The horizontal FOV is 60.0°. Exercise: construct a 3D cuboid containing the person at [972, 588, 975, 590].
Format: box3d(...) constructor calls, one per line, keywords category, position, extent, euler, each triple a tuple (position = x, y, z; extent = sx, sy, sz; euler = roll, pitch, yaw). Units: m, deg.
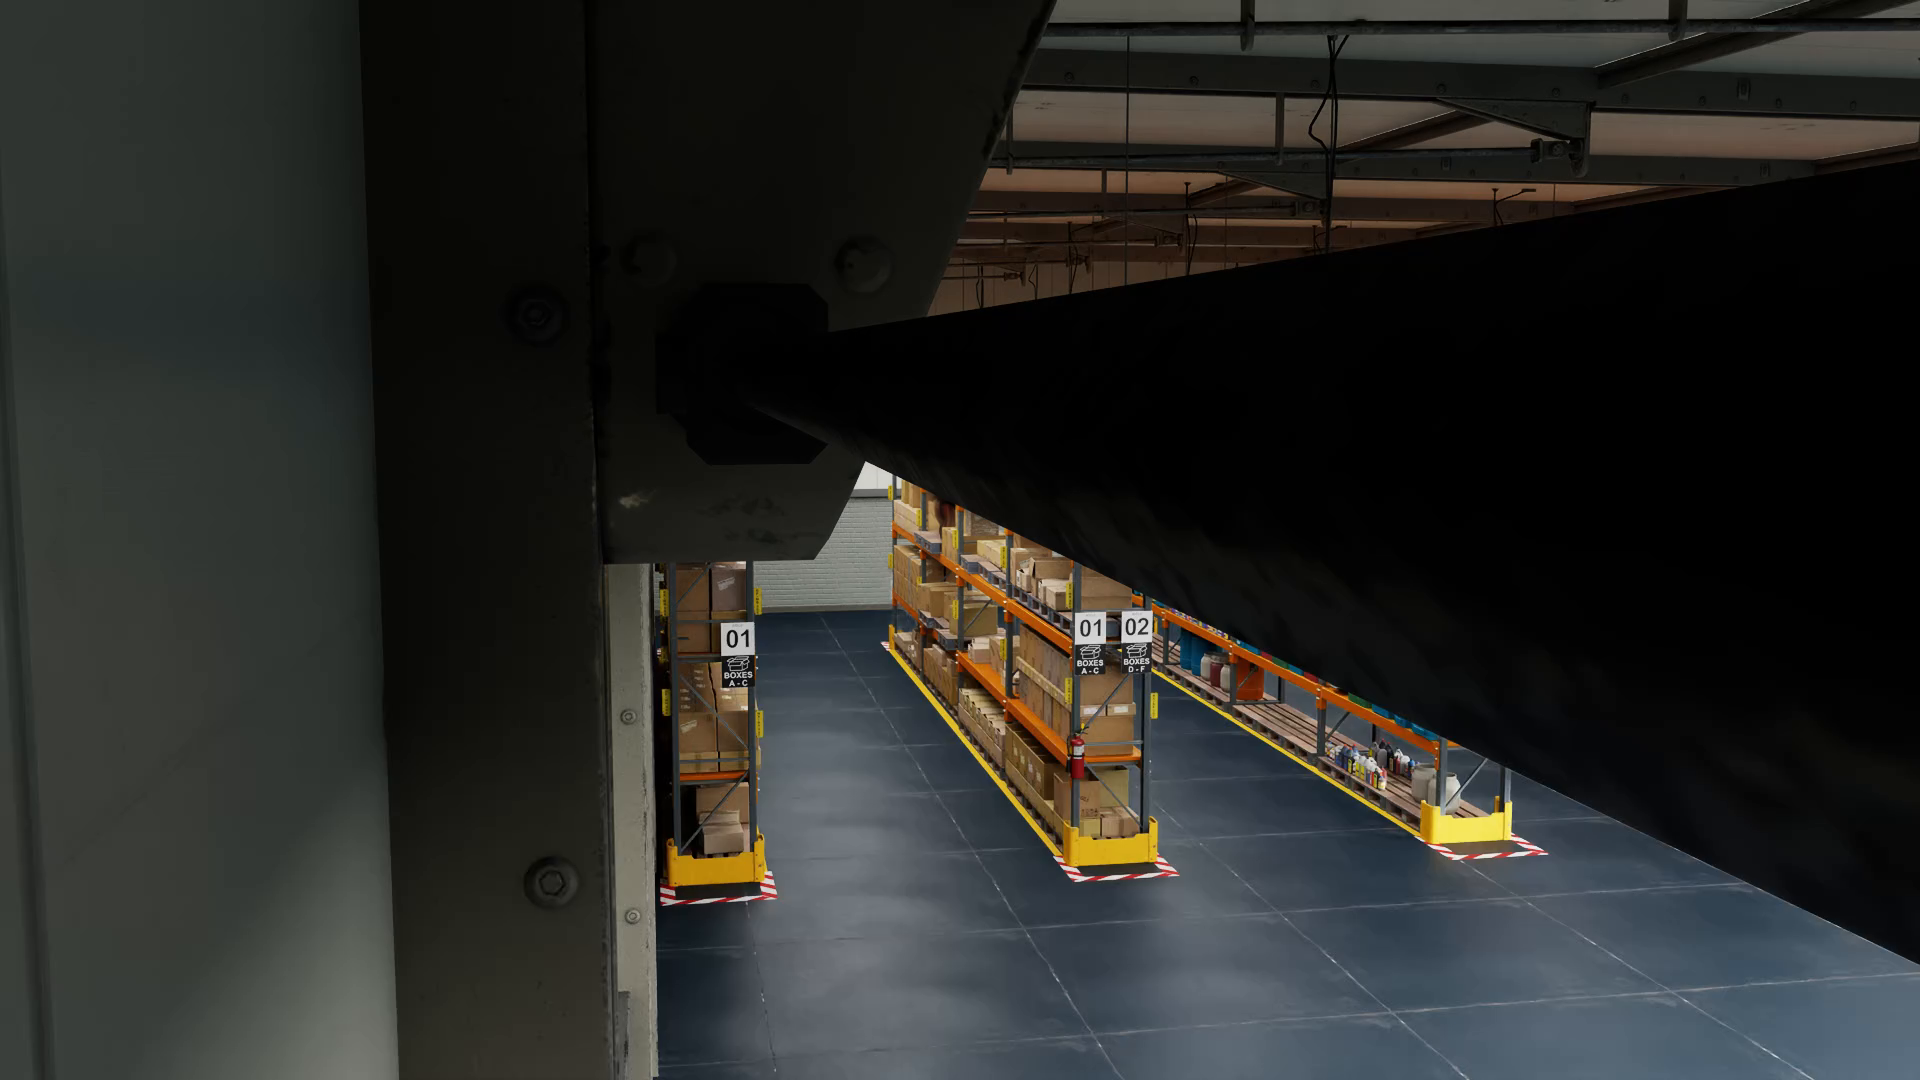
box3d(category="person", position=(0.043, 1.444, 37.613), extent=(0.712, 1.733, 0.610), euler=(6, 8, 42))
